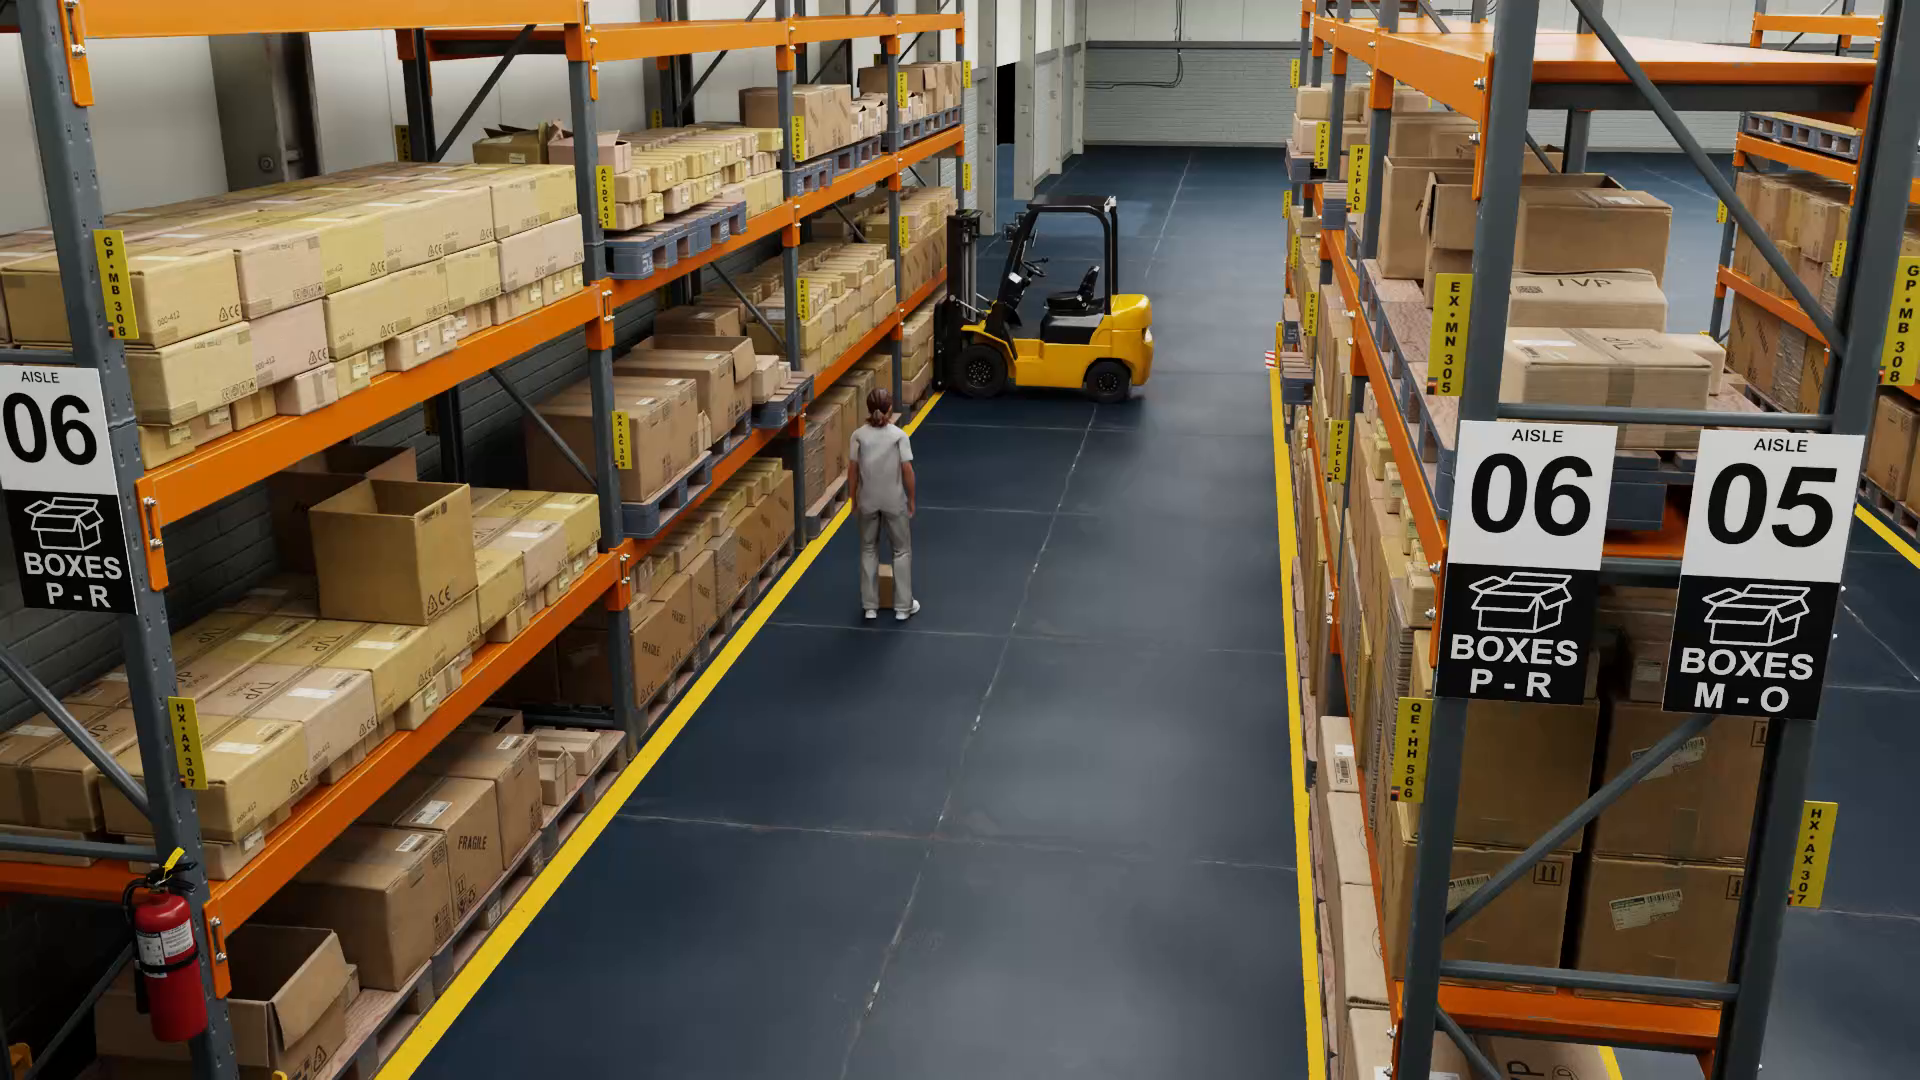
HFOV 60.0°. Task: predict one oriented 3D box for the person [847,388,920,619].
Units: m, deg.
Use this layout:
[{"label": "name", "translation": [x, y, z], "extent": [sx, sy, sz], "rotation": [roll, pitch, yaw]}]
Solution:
[{"label": "person", "translation": [-0.551, -0.256, 11.846], "extent": [0.489, 1.673, 0.361], "rotation": [2, 18, 6]}]
